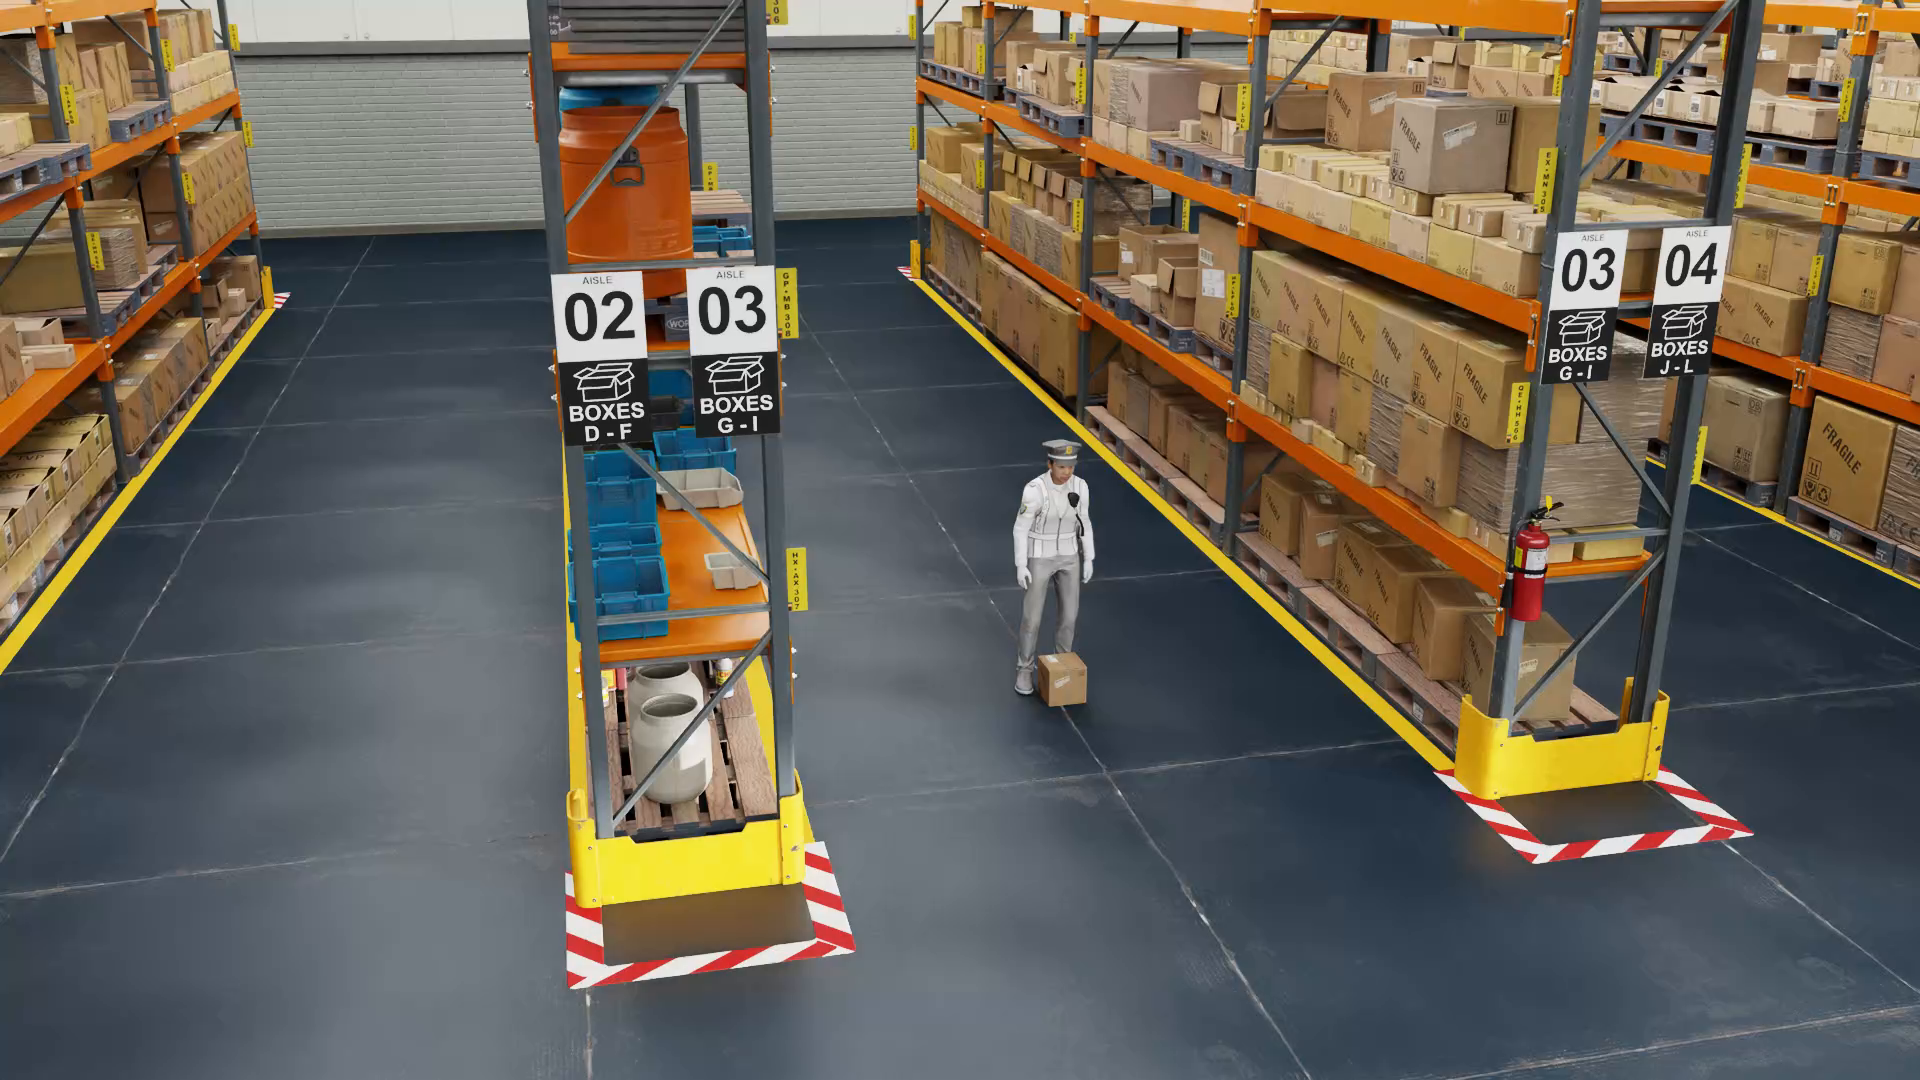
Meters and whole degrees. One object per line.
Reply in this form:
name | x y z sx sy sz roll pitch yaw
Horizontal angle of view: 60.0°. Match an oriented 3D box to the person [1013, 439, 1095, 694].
person | 0.600 0.148 10.648 0.547 1.667 0.369 -6 20 -15
